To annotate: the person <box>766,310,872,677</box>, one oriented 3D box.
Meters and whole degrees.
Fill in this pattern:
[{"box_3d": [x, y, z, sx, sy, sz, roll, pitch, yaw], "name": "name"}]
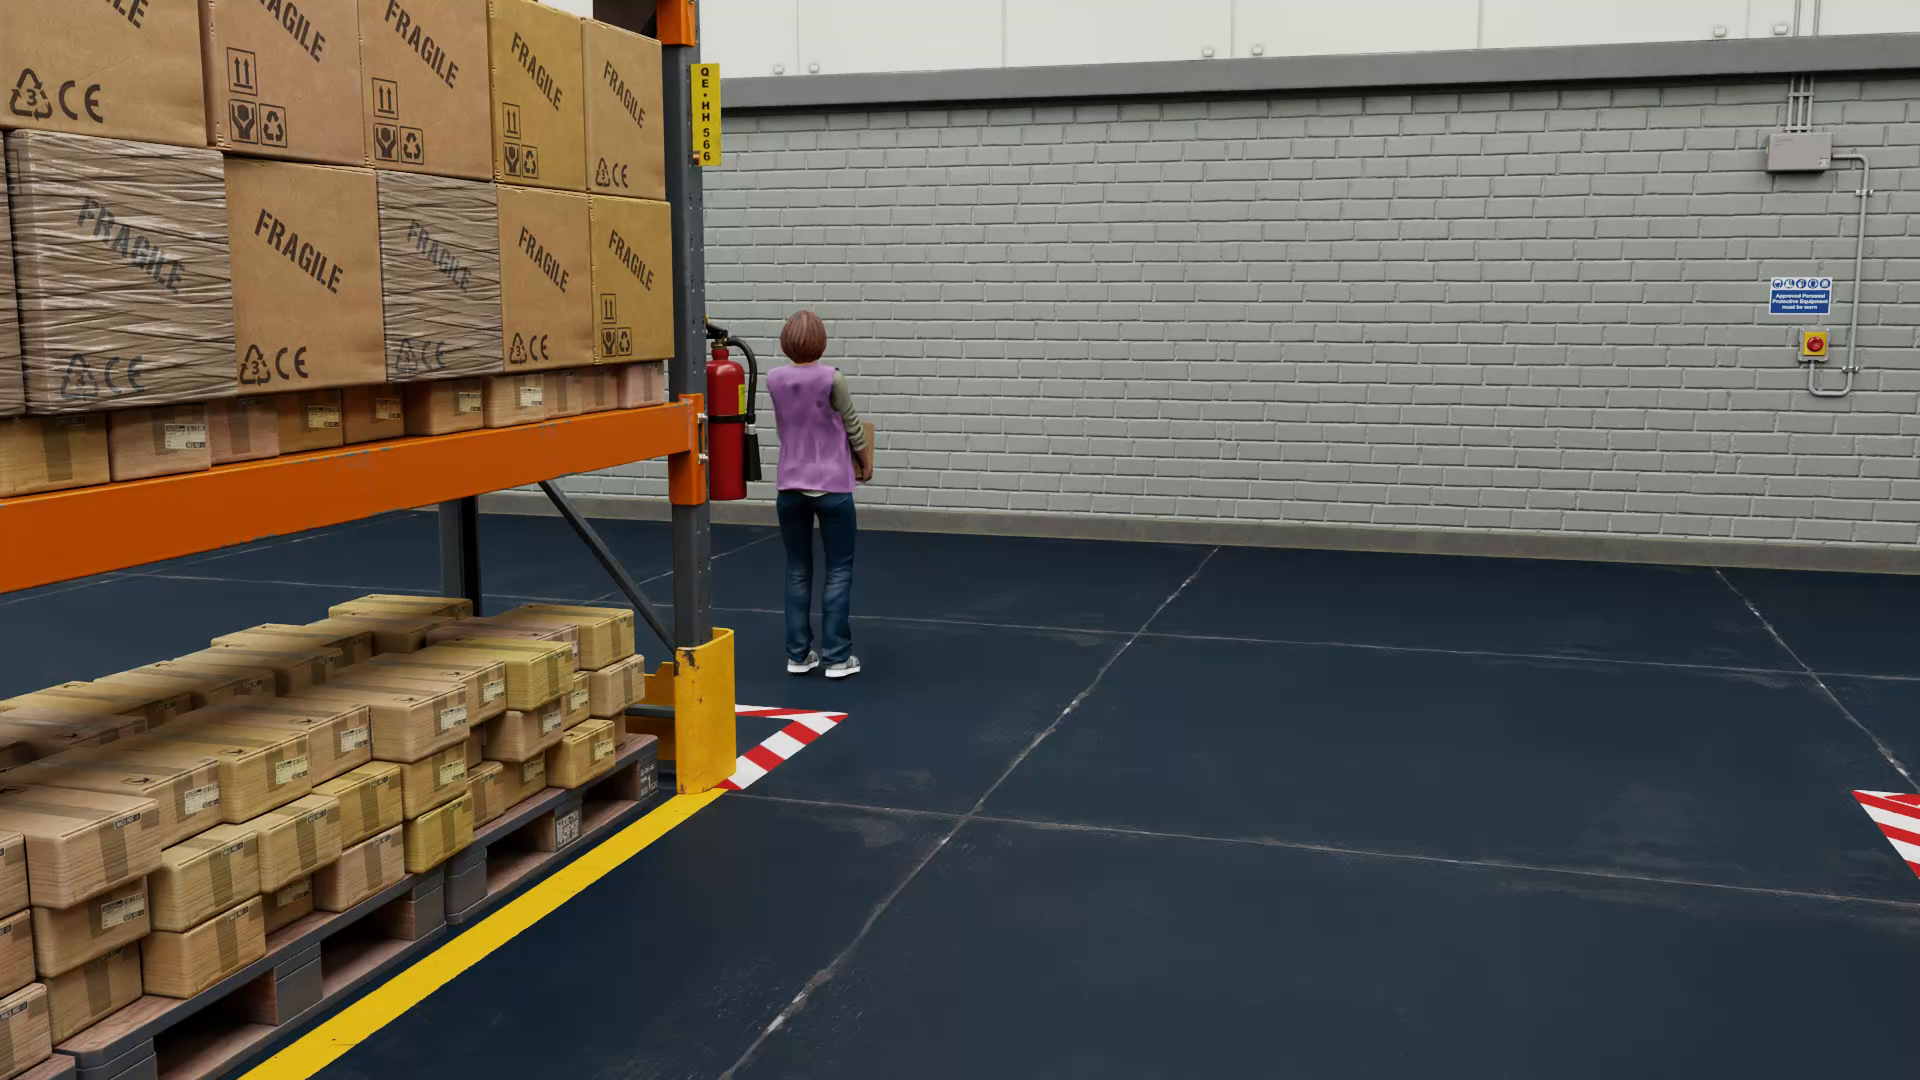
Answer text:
[{"box_3d": [-0.602, -0.207, 7.275, 0.404, 1.590, 0.499, 3, 9, 17], "name": "person"}]
